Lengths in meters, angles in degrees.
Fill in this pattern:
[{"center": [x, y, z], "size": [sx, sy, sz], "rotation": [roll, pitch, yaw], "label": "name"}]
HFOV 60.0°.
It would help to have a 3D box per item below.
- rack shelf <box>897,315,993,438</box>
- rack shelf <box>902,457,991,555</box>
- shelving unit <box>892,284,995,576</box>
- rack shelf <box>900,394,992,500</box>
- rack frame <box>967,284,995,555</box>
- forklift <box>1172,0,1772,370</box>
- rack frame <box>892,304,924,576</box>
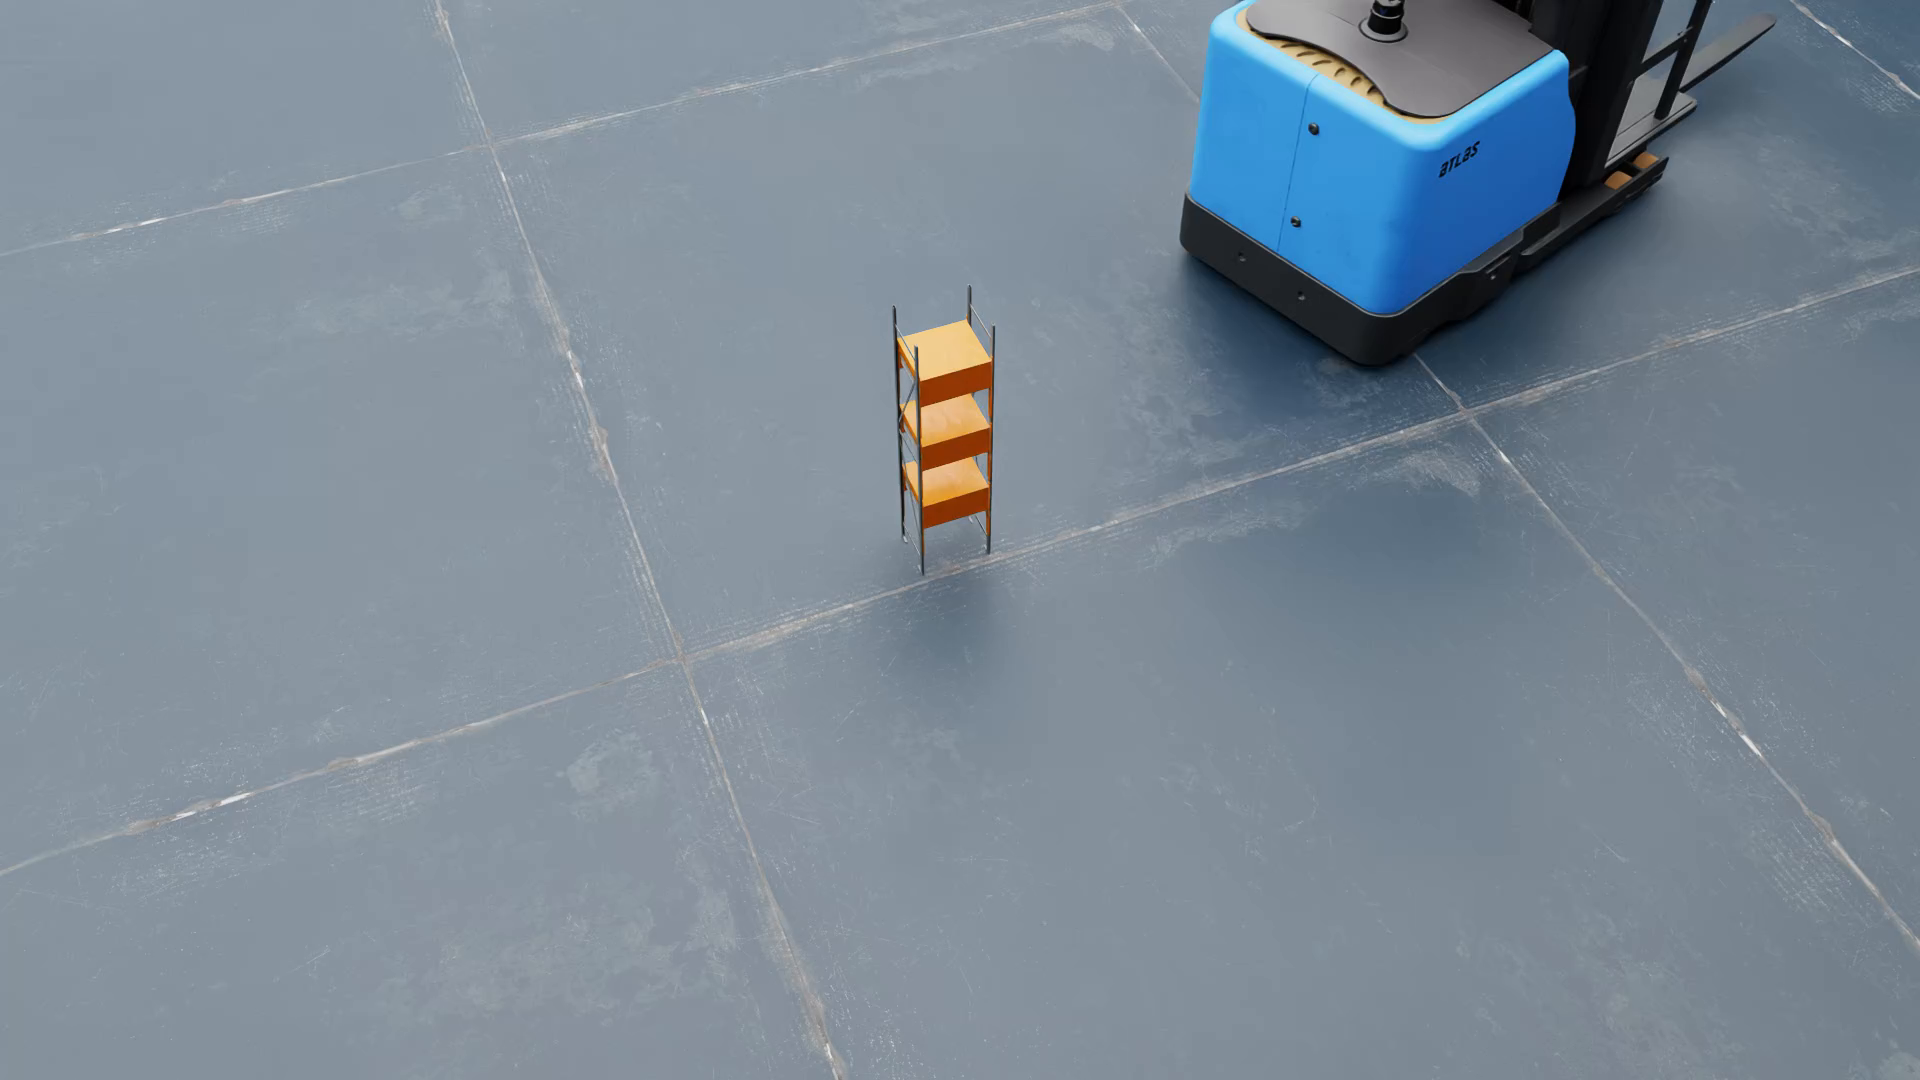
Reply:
[{"center": [-0.050, -0.505, 5.131], "size": [0.240, 0.259, 0.215], "rotation": [-17, 52, -14], "label": "rack shelf"}, {"center": [-0.050, -0.139, 5.557], "size": [0.240, 0.259, 0.215], "rotation": [-17, 52, -14], "label": "rack shelf"}, {"center": [-0.050, -0.327, 5.339], "size": [0.252, 1.050, 0.215], "rotation": [-17, 52, -14], "label": "shelving unit"}, {"center": [-0.050, -0.320, 5.347], "size": [0.240, 0.259, 0.215], "rotation": [-17, 52, -14], "label": "rack shelf"}, {"center": [0.063, -0.362, 5.369], "size": [0.008, 1.050, 0.200], "rotation": [-17, 52, -14], "label": "rack frame"}, {"center": [2.289, -2.566, 6.021], "size": [3.031, 2.935, 1.130], "rotation": [-34, 57, -26], "label": "forklift"}, {"center": [-0.162, -0.292, 5.308], "size": [0.008, 1.050, 0.200], "rotation": [-17, 52, -14], "label": "rack frame"}]
